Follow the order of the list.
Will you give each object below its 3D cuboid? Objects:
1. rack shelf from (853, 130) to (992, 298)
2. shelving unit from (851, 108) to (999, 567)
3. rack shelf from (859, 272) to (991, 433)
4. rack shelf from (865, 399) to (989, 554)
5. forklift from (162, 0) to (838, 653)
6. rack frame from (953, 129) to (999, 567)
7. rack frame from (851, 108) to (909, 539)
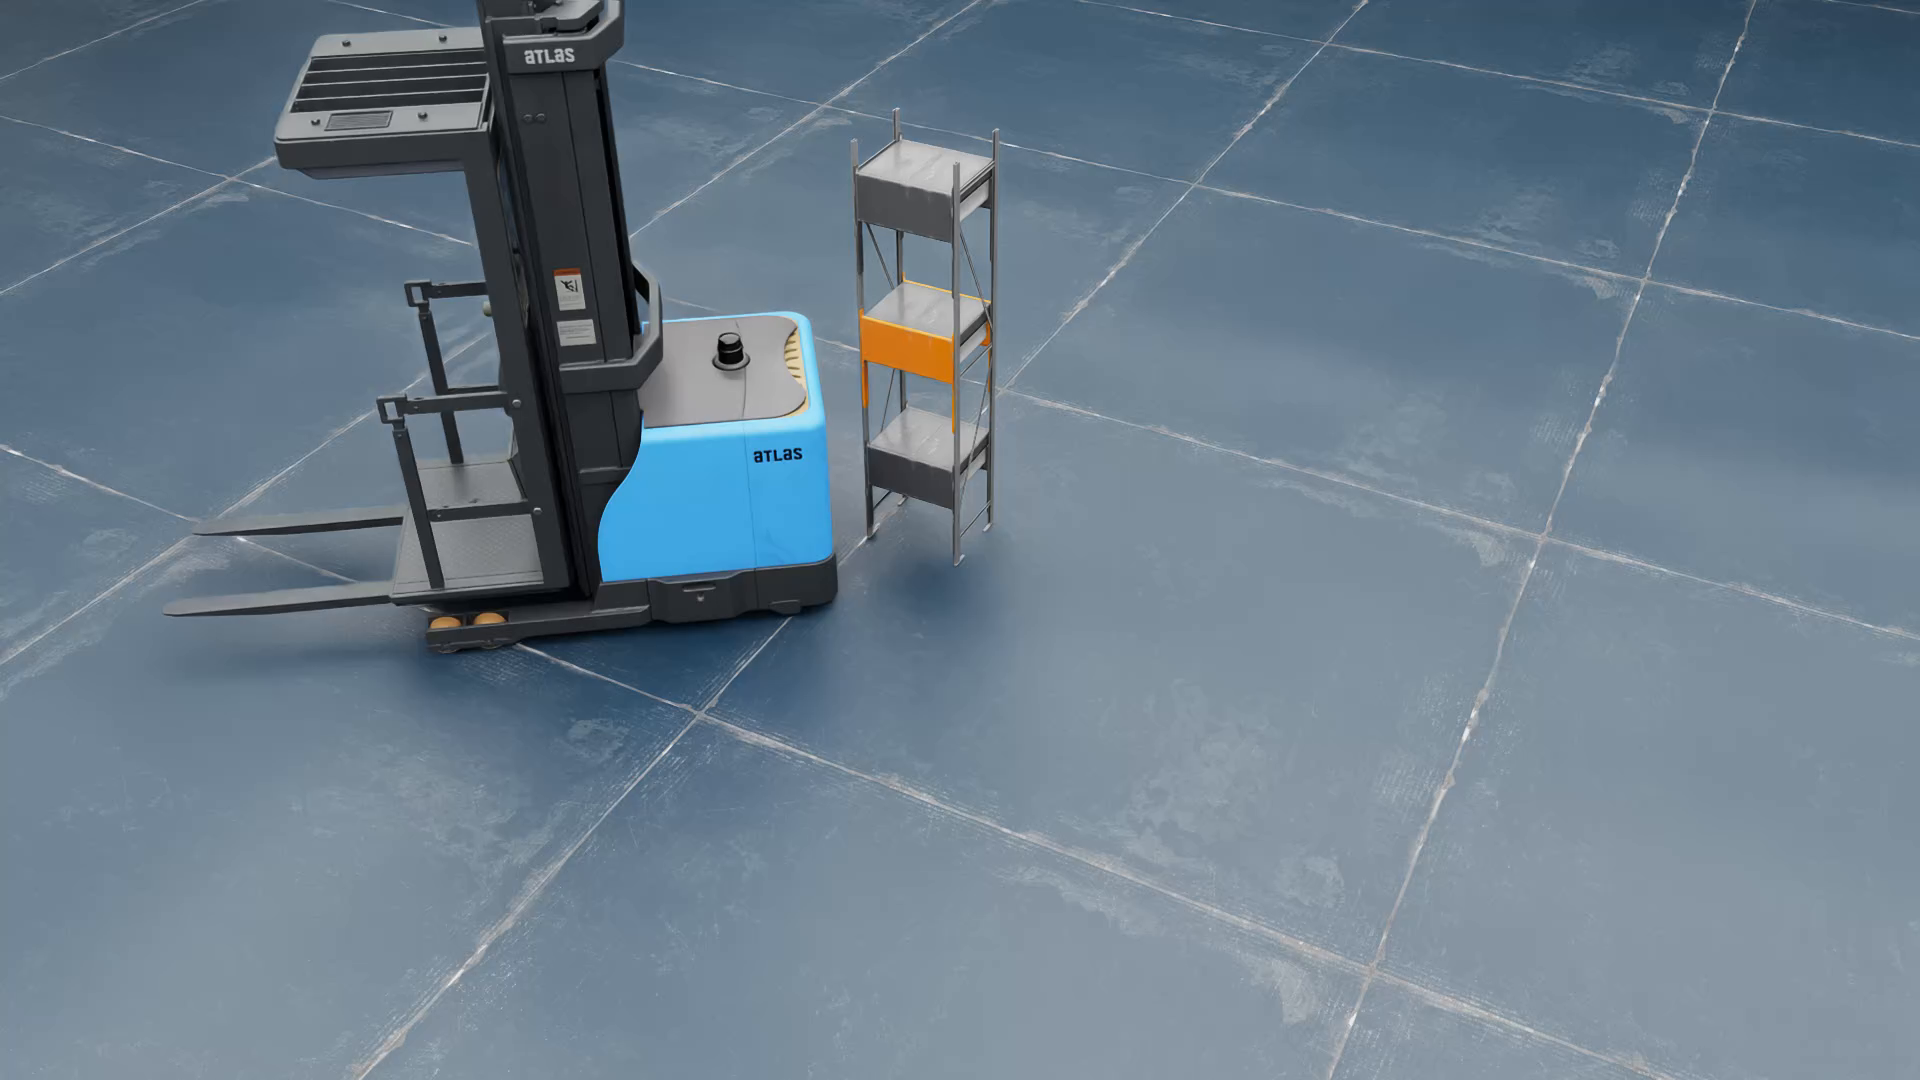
[{"bbox_3d":[-0.147,-1.429,7.281,0.480,0.518,0.431,17,41,21],"label":"rack shelf"},{"bbox_3d":[-0.147,-0.882,7.696,0.503,2.100,0.431,17,41,21],"label":"shelving unit"},{"bbox_3d":[-0.147,-0.872,7.704,0.480,0.518,0.431,17,41,21],"label":"rack shelf"},{"bbox_3d":[-0.147,-0.314,8.127,0.480,0.518,0.431,17,41,21],"label":"rack shelf"},{"bbox_3d":[-2.137,-0.995,7.157,3.031,2.935,1.130,-5,38,-7],"label":"forklift"},{"bbox_3d":[0.070,-0.815,7.606,0.015,2.100,0.400,17,41,21],"label":"rack frame"},{"bbox_3d":[-0.364,-0.950,7.785,0.015,2.100,0.400,17,41,21],"label":"rack frame"}]
